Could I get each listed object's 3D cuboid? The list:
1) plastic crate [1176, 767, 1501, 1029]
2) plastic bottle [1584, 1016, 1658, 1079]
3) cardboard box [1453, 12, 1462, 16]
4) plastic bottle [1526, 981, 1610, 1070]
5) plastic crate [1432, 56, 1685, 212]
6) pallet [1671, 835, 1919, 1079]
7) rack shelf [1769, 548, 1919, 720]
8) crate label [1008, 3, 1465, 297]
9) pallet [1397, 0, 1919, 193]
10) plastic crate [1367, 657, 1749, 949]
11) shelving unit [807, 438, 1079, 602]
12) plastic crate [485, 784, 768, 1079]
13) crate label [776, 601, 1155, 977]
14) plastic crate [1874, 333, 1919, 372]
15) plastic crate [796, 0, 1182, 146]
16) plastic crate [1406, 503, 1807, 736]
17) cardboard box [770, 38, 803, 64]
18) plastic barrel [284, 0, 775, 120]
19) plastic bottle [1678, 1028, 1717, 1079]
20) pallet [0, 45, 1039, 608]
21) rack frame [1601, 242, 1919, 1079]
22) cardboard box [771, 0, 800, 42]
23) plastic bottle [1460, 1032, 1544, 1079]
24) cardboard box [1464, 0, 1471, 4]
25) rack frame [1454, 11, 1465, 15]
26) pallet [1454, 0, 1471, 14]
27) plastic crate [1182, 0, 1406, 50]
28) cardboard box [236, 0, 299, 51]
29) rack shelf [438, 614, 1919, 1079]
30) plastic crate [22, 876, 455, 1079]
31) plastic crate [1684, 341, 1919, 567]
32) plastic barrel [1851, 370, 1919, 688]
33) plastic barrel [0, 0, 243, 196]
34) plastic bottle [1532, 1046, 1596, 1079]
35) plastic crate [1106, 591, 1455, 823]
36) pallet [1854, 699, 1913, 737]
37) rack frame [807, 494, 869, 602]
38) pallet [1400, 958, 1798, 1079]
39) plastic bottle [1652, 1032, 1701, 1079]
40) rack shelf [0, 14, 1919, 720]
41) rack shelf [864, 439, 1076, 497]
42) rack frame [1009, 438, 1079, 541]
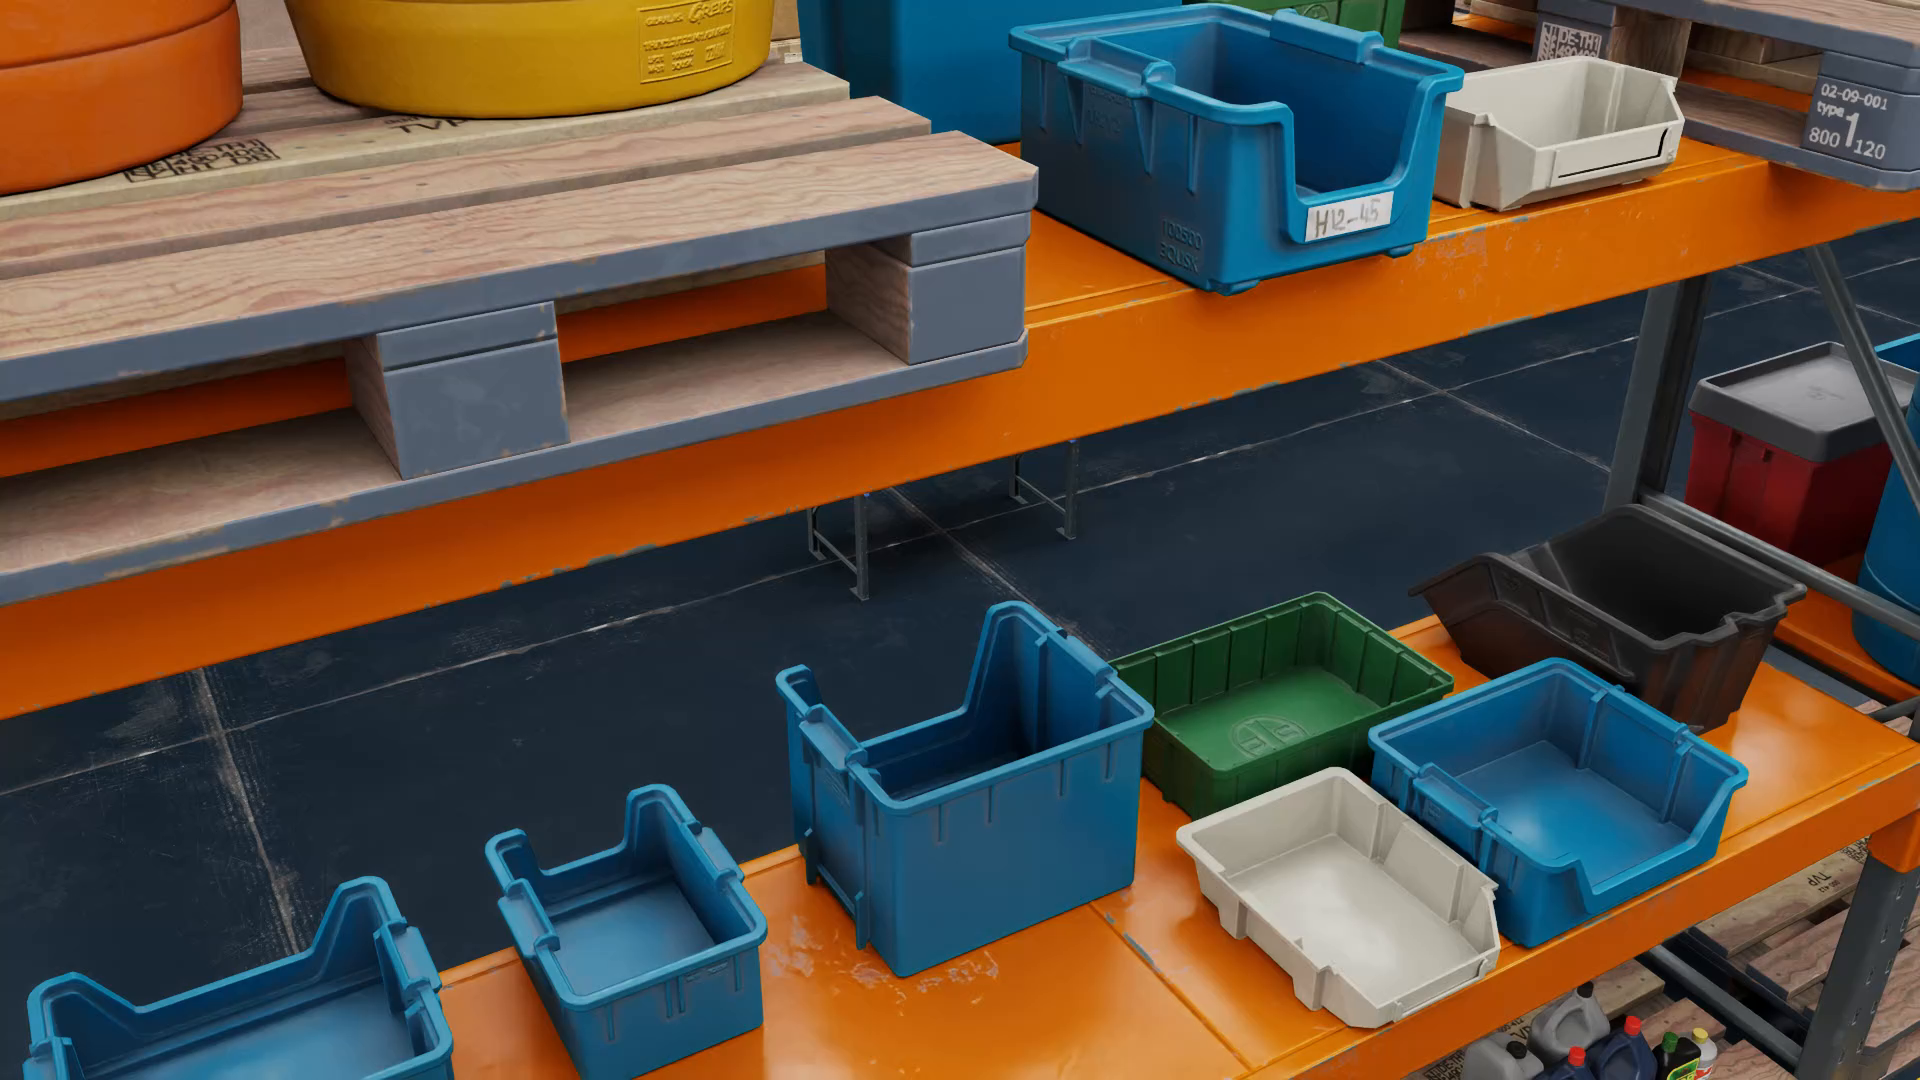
[{"bbox_3d":[0.731,0.686,3.176,0.437,0.136,0.530,-16,33,-26],"label":"plastic crate"},{"bbox_3d":[1.593,1.312,4.054,0.185,0.351,0.144,-17,33,-28],"label":"plastic bottle"},{"bbox_3d":[2.609,-2.867,9.432,0.500,0.311,0.500,-14,32,-23],"label":"cardboard box"},{"bbox_3d":[1.520,1.252,4.163,0.185,0.351,0.144,-16,33,-26],"label":"plastic bottle"},{"bbox_3d":[0.824,-0.569,2.346,0.396,0.136,0.243,-16,33,-26],"label":"plastic crate"},{"bbox_3d":[2.660,1.080,5.075,1.213,0.211,1.003,-16,33,-26],"label":"pallet"},{"bbox_3d":[3.727,-0.107,5.085,4.000,0.370,1.077,-16,33,-26],"label":"rack shelf"},{"bbox_3d":[0.335,-0.522,2.142,0.408,0.251,0.502,-16,33,-26],"label":"crate label"},{"bbox_3d":[1.430,-0.946,2.951,1.003,0.211,1.213,-16,33,-26],"label":"pallet"},{"bbox_3d":[1.186,0.516,3.364,0.616,0.251,0.499,-16,33,-26],"label":"plastic crate"},{"bbox_3d":[-0.074,-0.636,6.850,1.048,1.500,0.538,-16,33,-26],"label":"shelving unit"},{"bbox_3d":[-0.603,0.708,3.017,0.408,0.251,0.499,-16,33,-26],"label":"plastic crate"},{"bbox_3d":[0.004,0.468,3.262,0.616,0.435,0.502,-16,33,-26],"label":"crate label"},{"bbox_3d":[2.796,-0.325,4.752,0.575,0.384,0.392,-16,33,-26],"label":"plastic crate"},{"bbox_3d":[0.045,-0.852,2.602,0.575,0.384,0.392,-16,33,-26],"label":"plastic crate"},{"bbox_3d":[1.487,0.169,3.903,0.504,0.338,0.767,-16,33,-26],"label":"plastic crate"},{"bbox_3d":[-0.844,-2.110,7.193,0.250,0.149,0.380,-17,33,-27],"label":"cardboard box"},{"bbox_3d":[-0.528,-0.865,1.980,0.600,0.588,0.600,0,29,0],"label":"plastic barrel"},{"bbox_3d":[1.848,1.318,4.198,0.097,0.201,0.097,0,29,0],"label":"plastic bottle"},{"bbox_3d":[-0.683,-0.346,1.864,1.213,0.211,1.003,-16,33,-26],"label":"pallet"},{"bbox_3d":[2.003,0.067,4.024,0.127,3.000,1.000,-16,33,-26],"label":"rack frame"},{"bbox_3d":[-0.883,-2.498,7.225,0.500,0.500,0.700,-16,33,-26],"label":"cardboard box"},{"bbox_3d":[1.331,1.336,4.088,0.135,0.276,0.152,-16,33,-26],"label":"plastic bottle"},{"bbox_3d":[3.431,-3.405,9.778,0.700,0.500,0.500,22,36,34],"label":"cardboard box"},{"bbox_3d":[2.945,-2.976,9.539,0.127,3.000,1.000,-16,33,-26],"label":"rack frame"},{"bbox_3d":[3.494,-3.088,9.939,1.003,0.211,1.213,-16,33,-26],"label":"pallet"},{"bbox_3d":[0.504,-0.881,2.856,0.450,0.188,0.336,-16,33,-26],"label":"plastic crate"},{"bbox_3d":[-2.613,-2.007,6.335,0.500,0.500,0.700,-16,33,-26],"label":"cardboard box"},{"bbox_3d":[0.278,0.872,3.311,4.000,0.370,1.077,-16,33,-26],"label":"rack shelf"},{"bbox_3d":[-1.166,0.864,2.733,0.616,0.251,0.499,-16,33,-26],"label":"plastic crate"},{"bbox_3d":[2.265,-0.207,4.454,0.583,0.464,0.402,-16,33,-26],"label":"plastic crate"},{"bbox_3d":[2.489,-0.121,3.845,0.708,0.901,0.600,-16,33,-26],"label":"plastic barrel"},{"bbox_3d":[-1.091,-0.811,1.631,0.708,0.830,0.600,-16,33,-26],"label":"plastic barrel"},{"bbox_3d":[1.428,1.359,3.969,0.185,0.351,0.144,-18,33,-29],"label":"plastic bottle"},{"bbox_3d":[0.689,0.375,3.686,0.662,0.188,0.450,-16,33,-26],"label":"plastic crate"},{"bbox_3d":[3.713,0.779,5.620,1.213,0.211,1.003,-16,33,-26],"label":"pallet"},{"bbox_3d":[-0.512,-0.511,6.624,0.032,1.500,0.500,-16,33,-26],"label":"rack frame"},{"bbox_3d":[1.402,1.435,4.431,1.213,0.211,1.003,-16,33,-26],"label":"pallet"},{"bbox_3d":[1.755,1.319,4.112,0.133,0.283,0.061,-14,32,-24],"label":"plastic bottle"},{"bbox_3d":[0.278,-0.442,2.586,4.000,0.370,1.077,-16,33,-26],"label":"rack shelf"},{"bbox_3d":[-0.074,-0.478,6.937,1.000,0.185,0.538,-16,33,-26],"label":"rack shelf"},{"bbox_3d":[0.365,-0.760,7.075,0.032,1.500,0.500,-16,33,-26],"label":"rack frame"}]
